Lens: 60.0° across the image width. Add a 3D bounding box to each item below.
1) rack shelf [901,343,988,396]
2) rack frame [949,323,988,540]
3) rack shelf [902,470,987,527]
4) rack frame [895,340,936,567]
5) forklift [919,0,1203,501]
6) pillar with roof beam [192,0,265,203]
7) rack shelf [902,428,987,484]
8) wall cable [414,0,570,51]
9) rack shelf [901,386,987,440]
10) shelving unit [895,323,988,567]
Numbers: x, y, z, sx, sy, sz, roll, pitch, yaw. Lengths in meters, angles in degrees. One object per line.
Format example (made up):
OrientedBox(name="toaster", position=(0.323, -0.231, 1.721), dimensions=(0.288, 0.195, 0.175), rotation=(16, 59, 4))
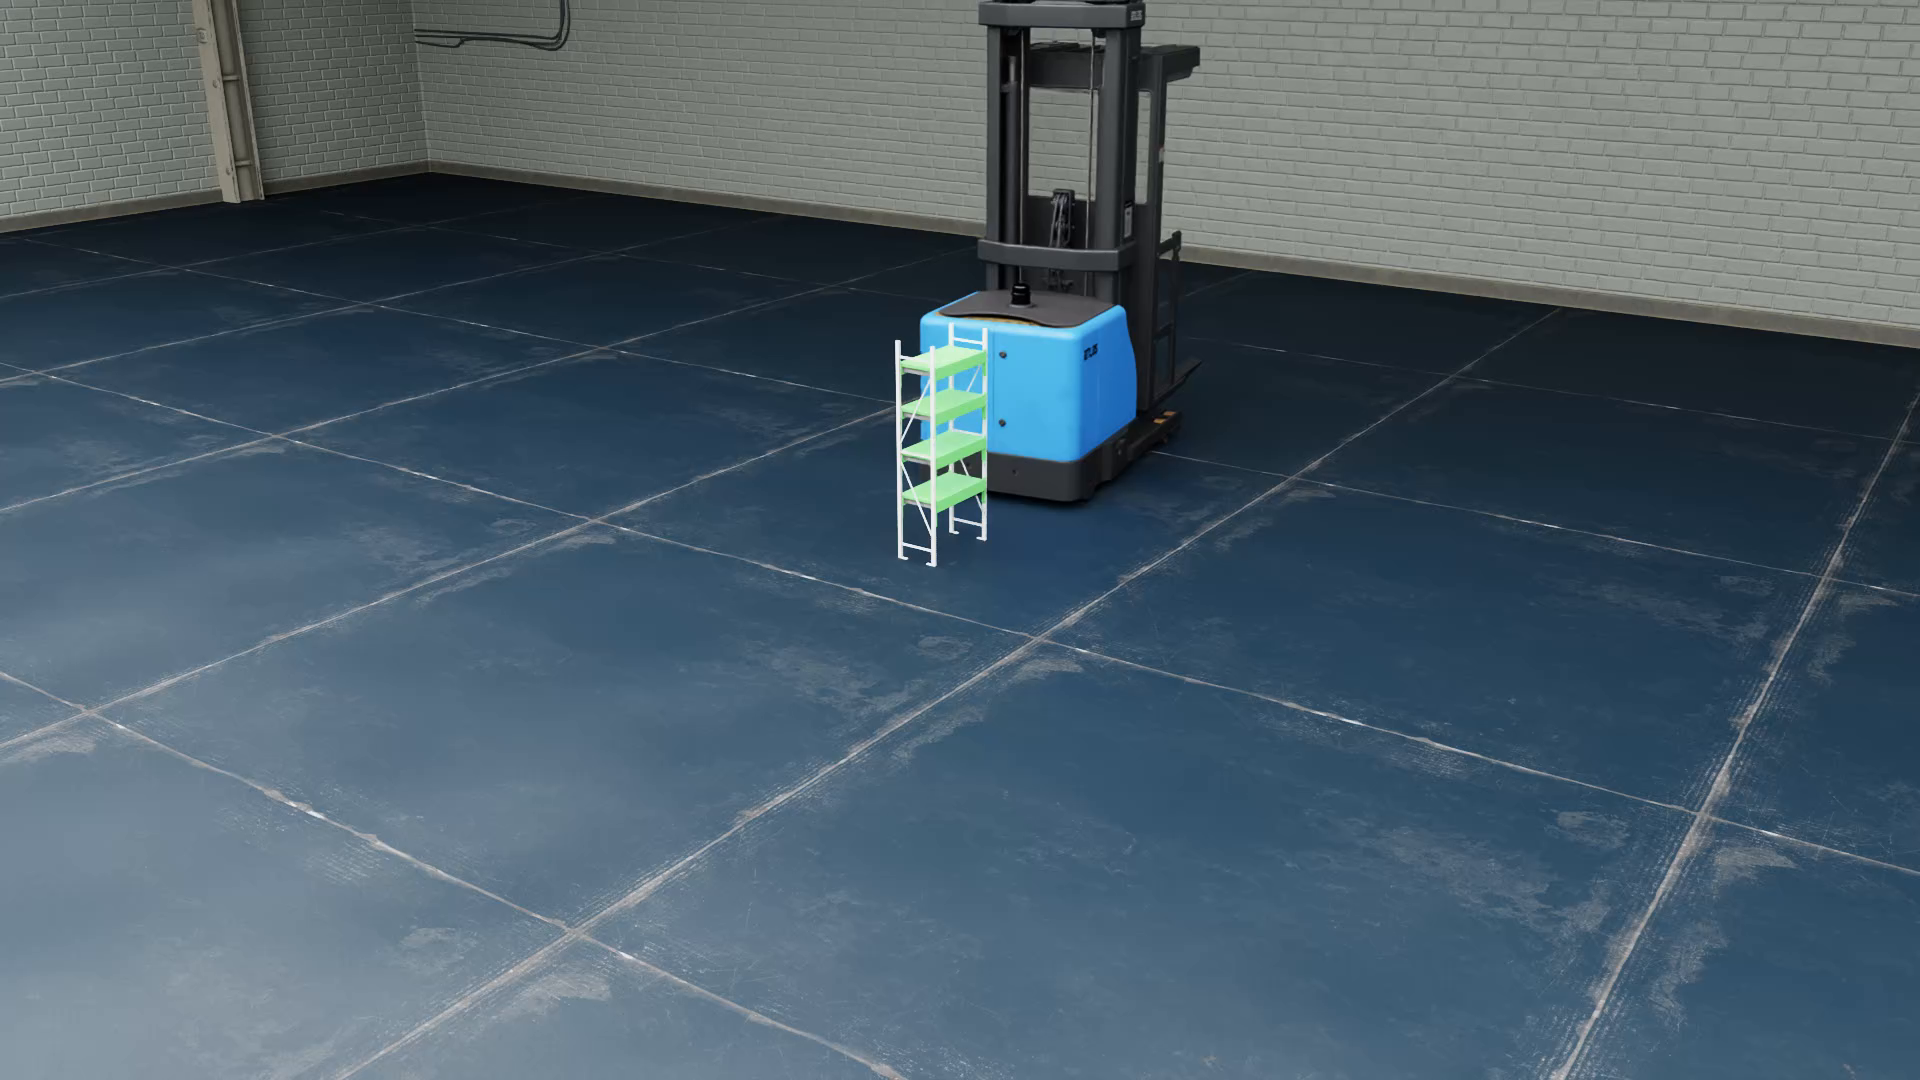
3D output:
OrientedBox(name="rack shelf", position=(-0.093, -0.906, 8.784), dimensions=(0.258, 0.148, 0.480), rotation=(13, 24, 32))
OrientedBox(name="rack frame", position=(0.044, -0.585, 9.118), dimensions=(0.240, 1.200, 0.015), rotation=(13, 24, 32))
OrientedBox(name="rack shelf", position=(-0.093, -0.230, 9.034), dimensions=(0.258, 0.148, 0.480), rotation=(13, 24, 32))
OrientedBox(name="rack frame", position=(-0.230, -0.445, 8.739), dimensions=(0.240, 1.200, 0.015), rotation=(13, 24, 32))
OrientedBox(name="forklift", position=(0.836, -2.070, 10.637), dimensions=(1.130, 2.935, 3.031), rotation=(9, 22, 24))
OrientedBox(name="pillar with roof beam", position=(-5.364, -7.617, 16.885), dimensions=(9.100, 9.000, 0.400), rotation=(13, 24, 32))
OrientedBox(name="rack shelf", position=(-0.093, -0.455, 8.951), dimensions=(0.258, 0.148, 0.480), rotation=(13, 24, 32))
OrientedBox(name="wall cable", position=(-6.174, -7.587, 21.281), dimensions=(3.097, 2.526, 0.112), rotation=(13, 24, 32))
OrientedBox(name="rack shelf", position=(-0.093, -0.680, 8.867), dimensions=(0.258, 0.148, 0.480), rotation=(13, 24, 32))
OrientedBox(name="shelving unit", position=(-0.093, -0.515, 8.928), dimensions=(0.258, 1.200, 0.503), rotation=(13, 24, 32))
